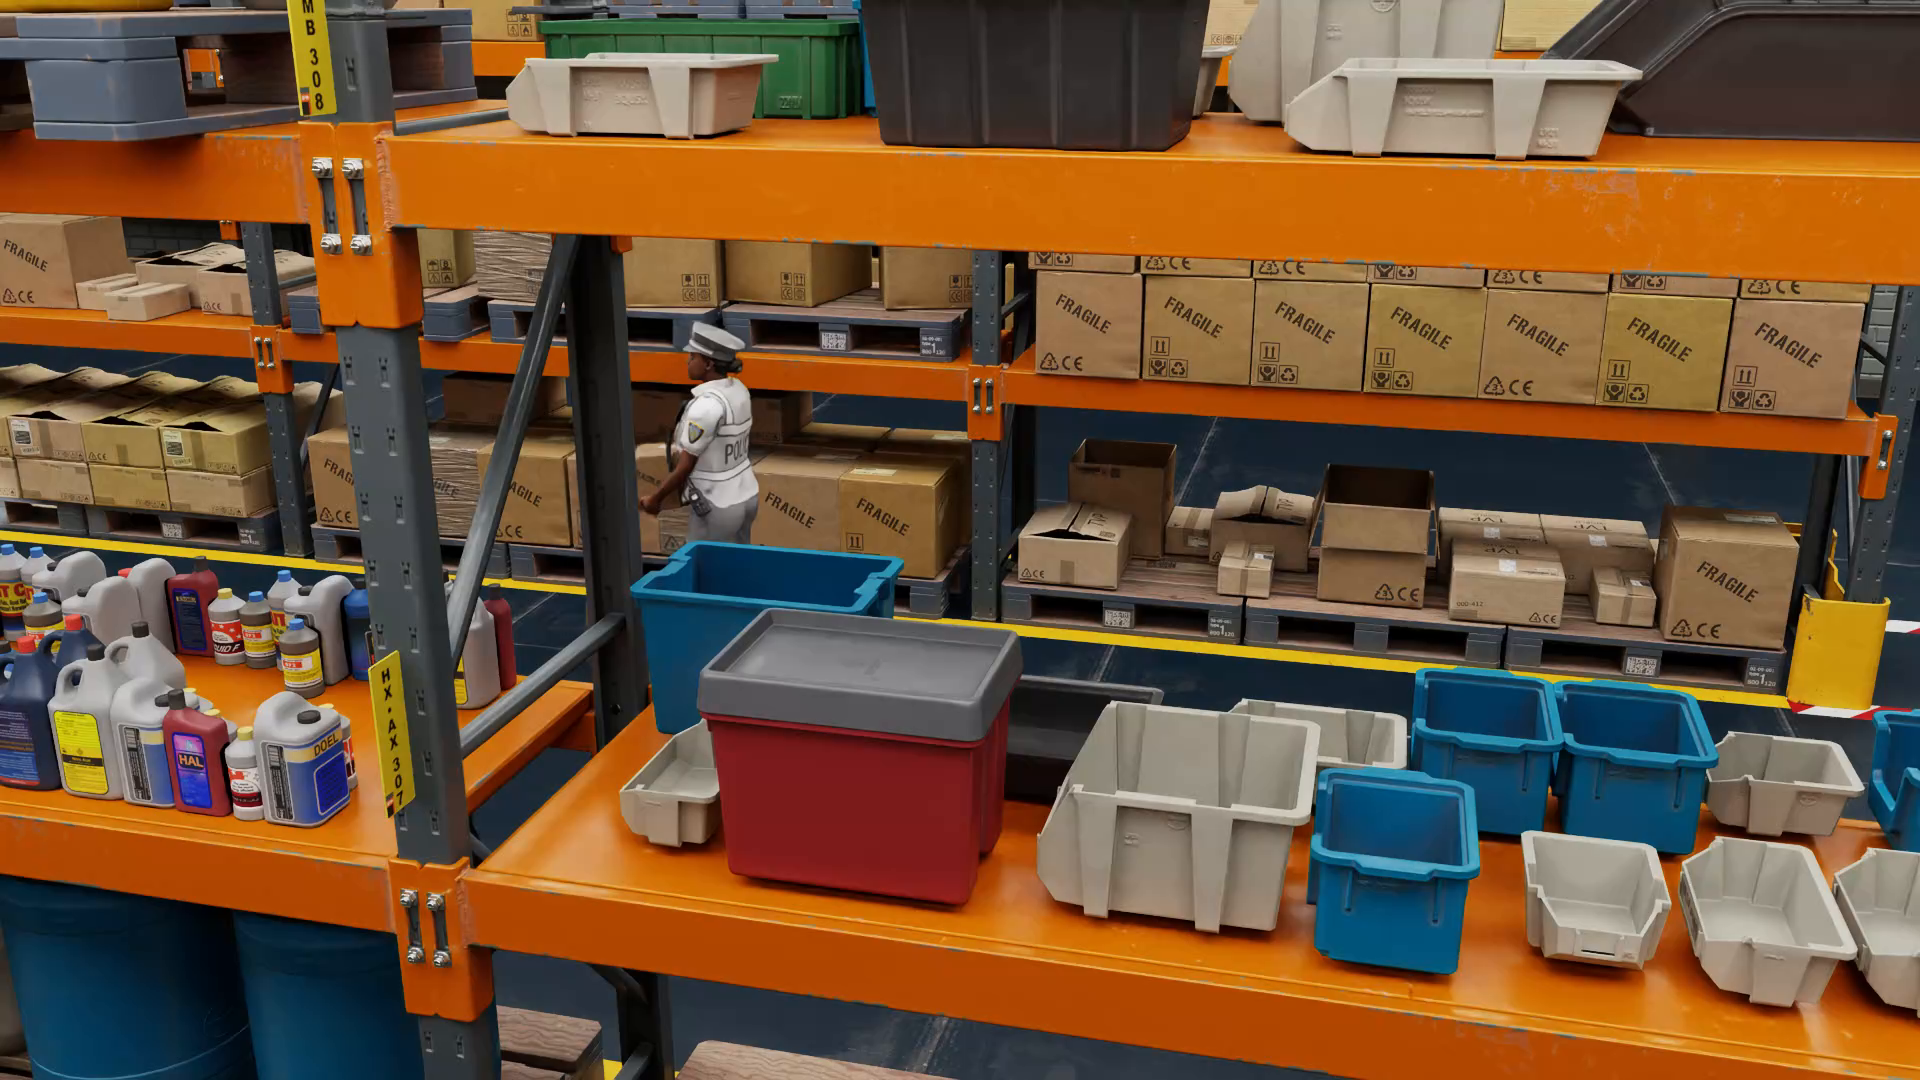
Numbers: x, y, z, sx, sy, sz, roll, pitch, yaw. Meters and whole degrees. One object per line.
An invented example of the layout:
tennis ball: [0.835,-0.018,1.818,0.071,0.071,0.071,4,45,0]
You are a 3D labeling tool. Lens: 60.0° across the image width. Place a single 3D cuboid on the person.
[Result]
person: [-1.172,-0.151,7.481,0.519,1.692,0.435,4,19,13]
